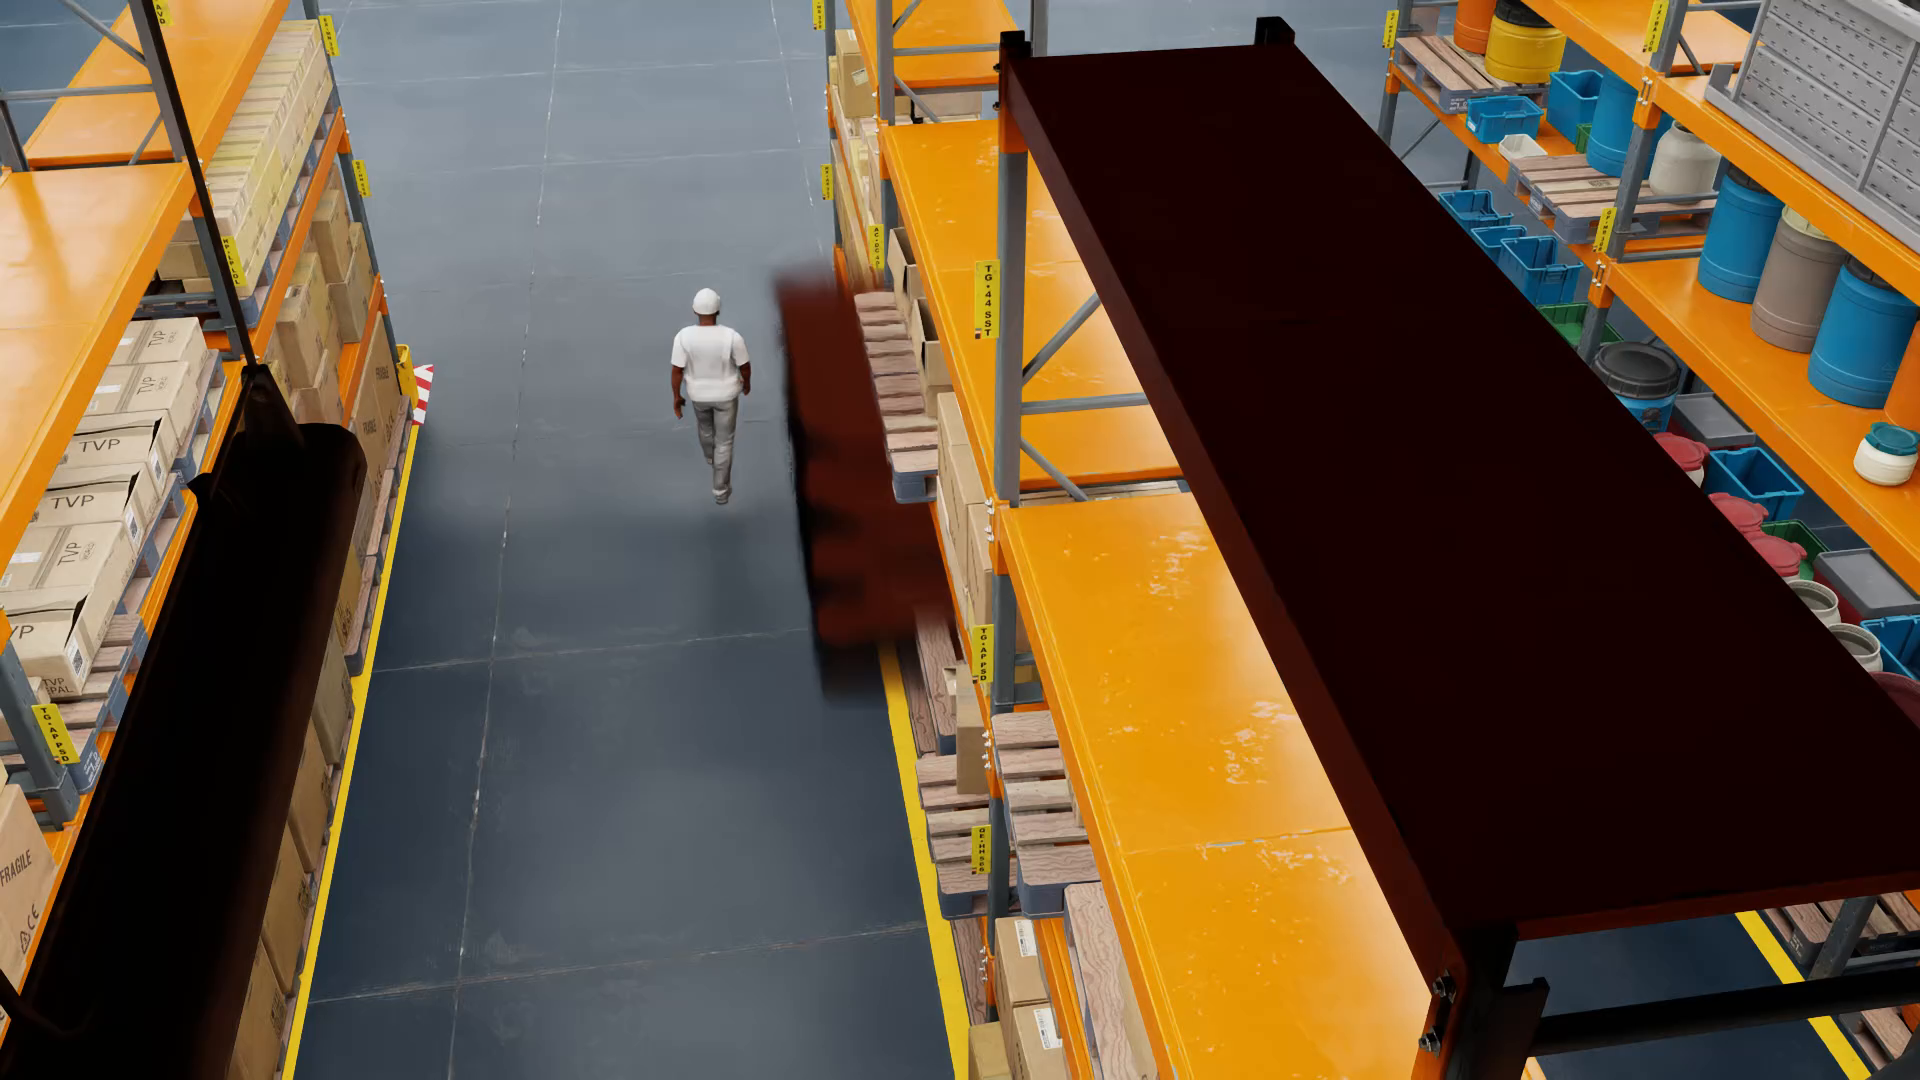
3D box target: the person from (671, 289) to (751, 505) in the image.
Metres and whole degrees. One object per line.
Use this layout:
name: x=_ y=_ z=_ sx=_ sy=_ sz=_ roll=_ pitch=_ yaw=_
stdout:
person: x=-1.921 y=-1.214 z=13.103 sx=0.600 sy=1.737 sz=0.874 roll=3 pitch=36 yaw=5
